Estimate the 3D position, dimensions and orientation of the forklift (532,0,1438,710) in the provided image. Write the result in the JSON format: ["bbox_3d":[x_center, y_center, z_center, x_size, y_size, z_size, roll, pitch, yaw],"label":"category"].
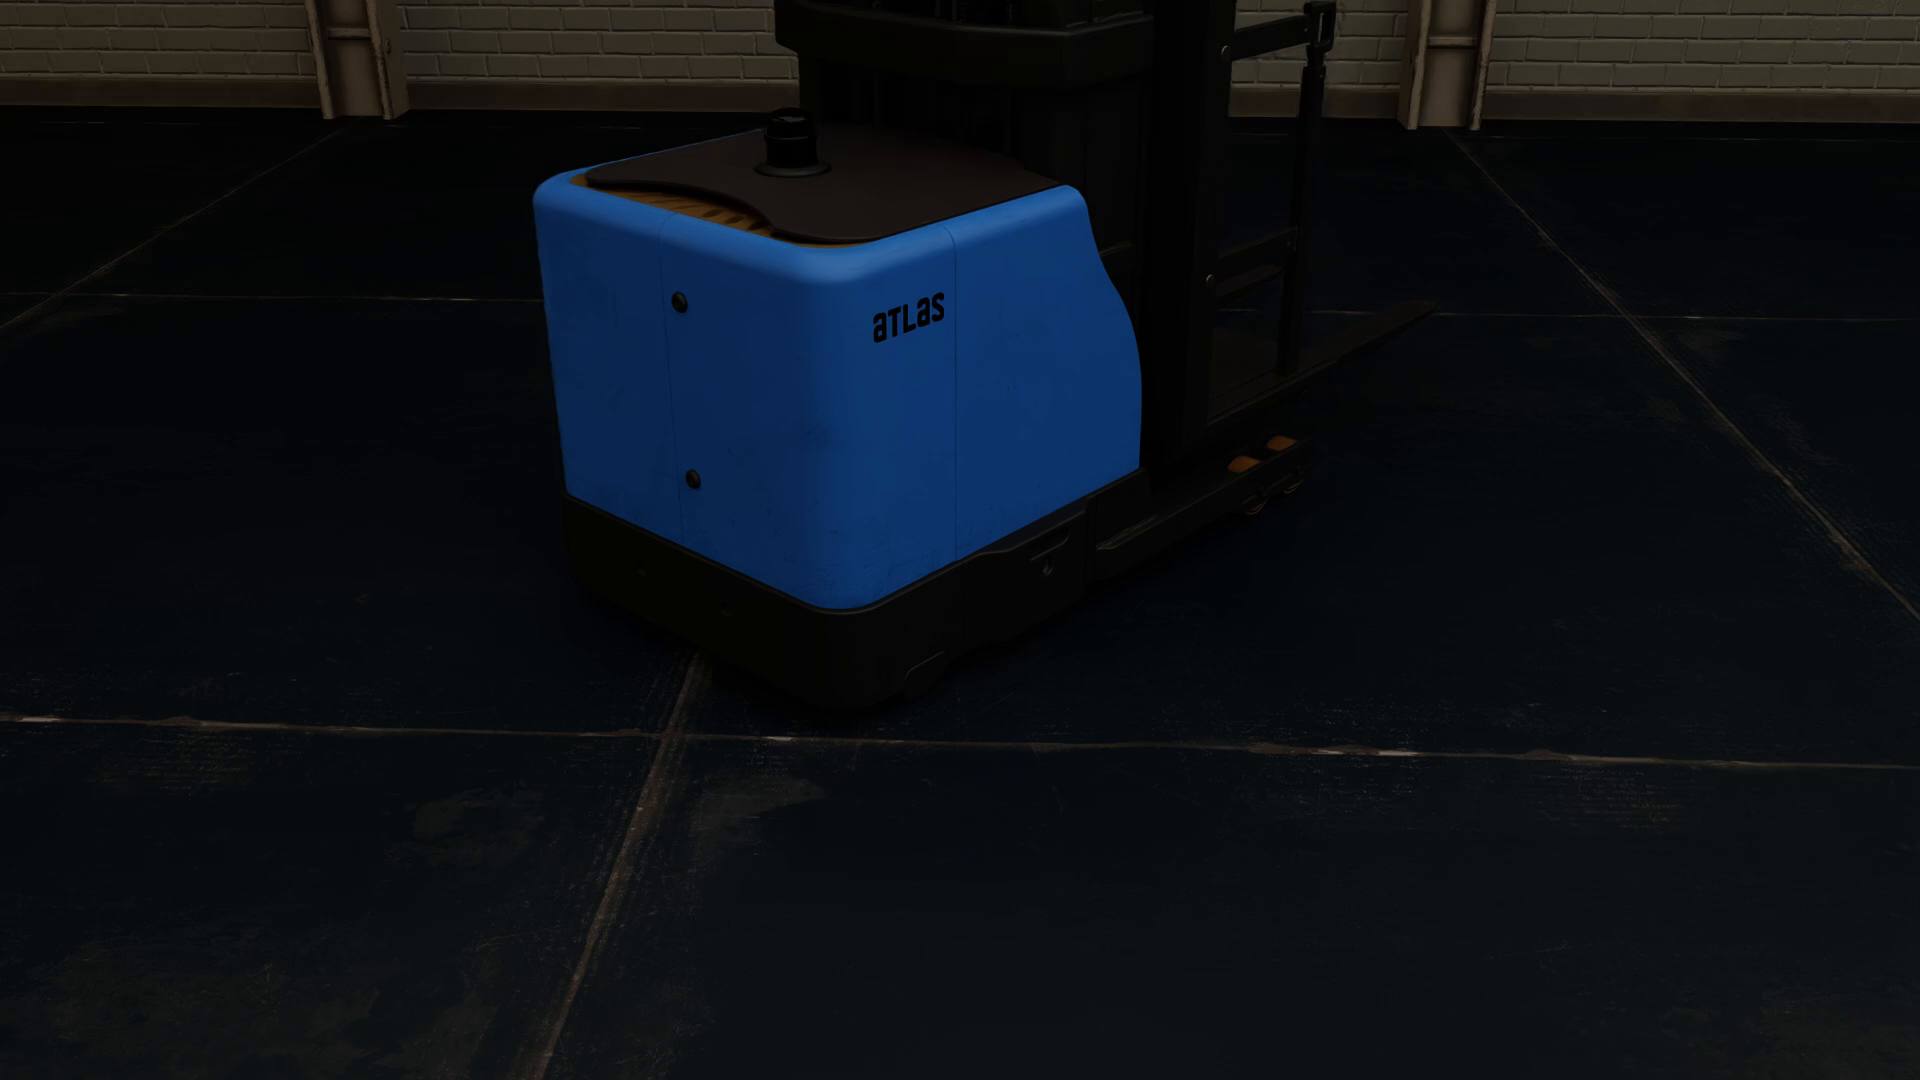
[{"bbox_3d":[0.369,-1.515,4.280,1.130,2.935,3.031,21,33,37],"label":"forklift"}]
